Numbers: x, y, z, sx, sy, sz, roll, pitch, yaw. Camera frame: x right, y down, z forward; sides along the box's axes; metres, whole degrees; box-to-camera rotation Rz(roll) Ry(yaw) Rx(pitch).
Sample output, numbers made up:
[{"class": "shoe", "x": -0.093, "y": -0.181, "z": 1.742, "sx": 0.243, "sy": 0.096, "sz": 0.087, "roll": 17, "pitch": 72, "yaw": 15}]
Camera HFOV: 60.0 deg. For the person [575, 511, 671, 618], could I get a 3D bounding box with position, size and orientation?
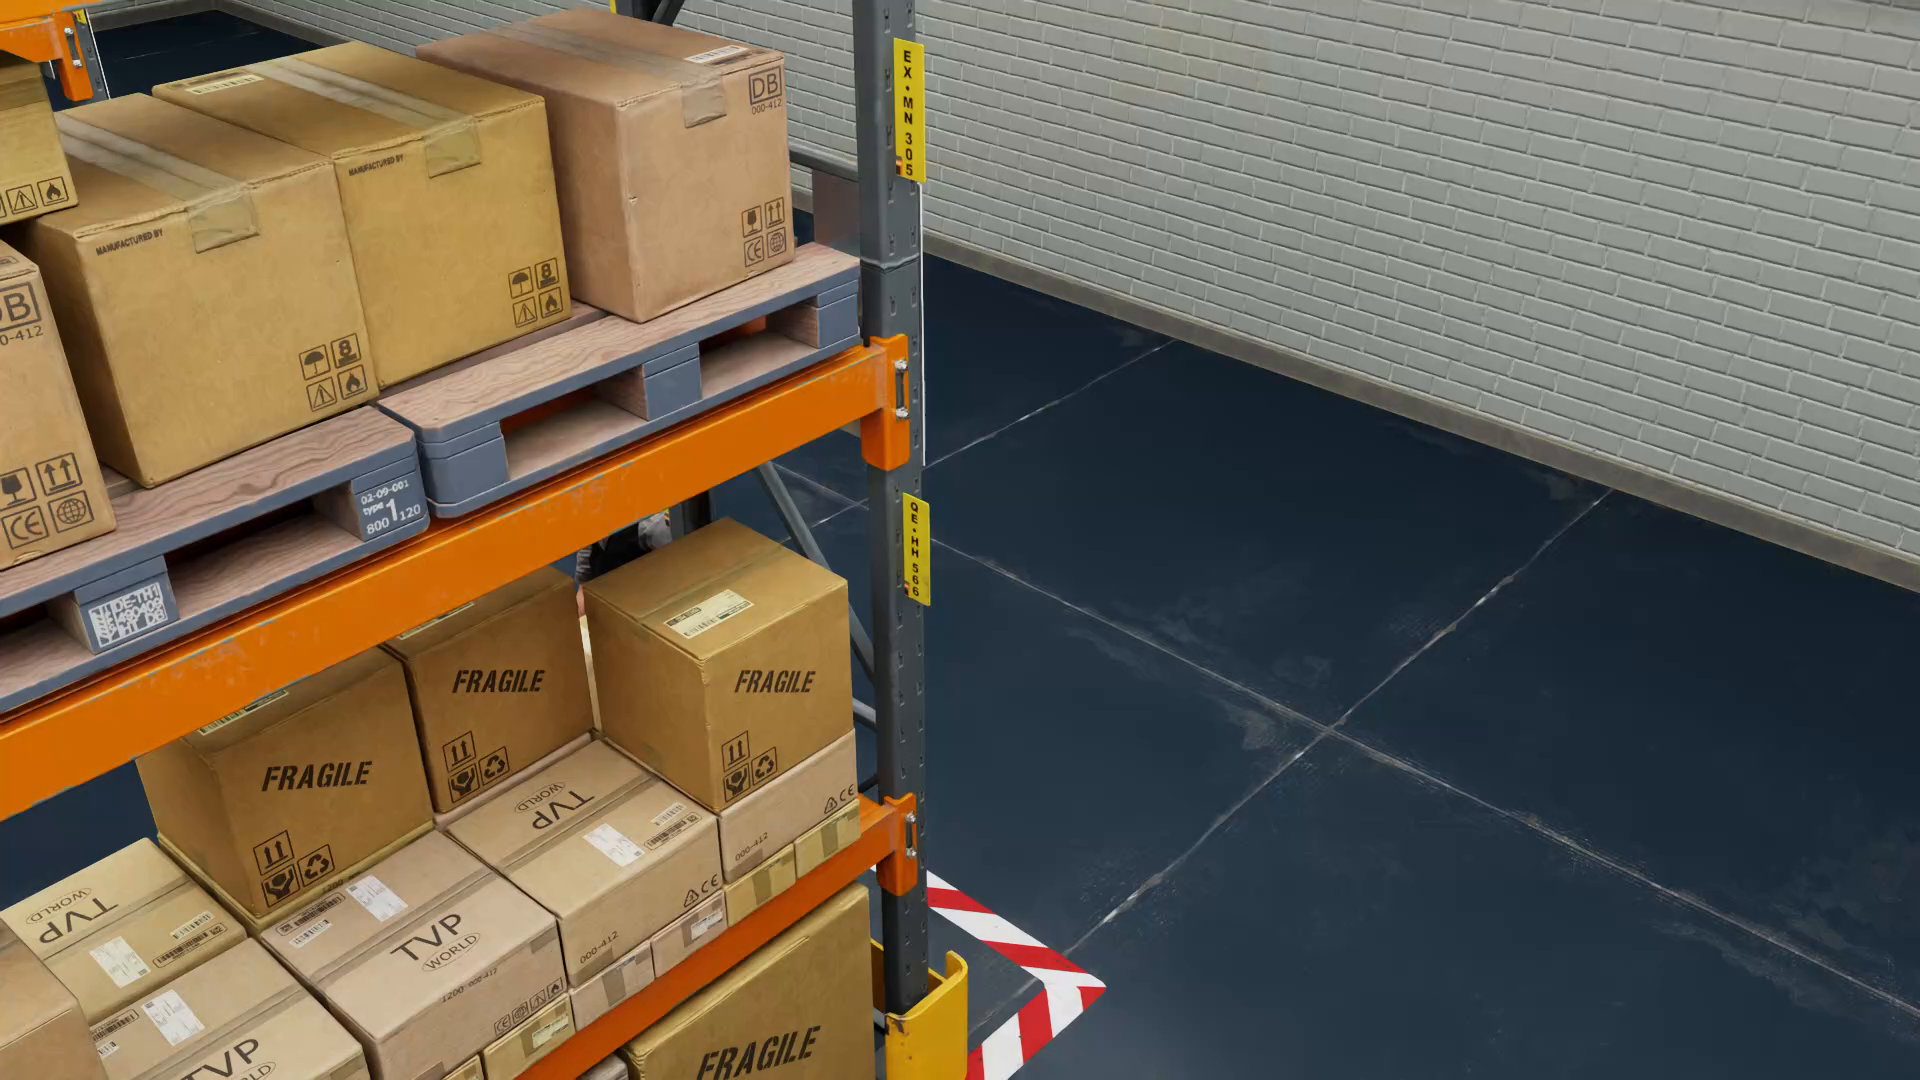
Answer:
[{"class": "person", "x": -1.292, "y": 0.283, "z": 6.686, "sx": 0.592, "sy": 1.722, "sz": 0.412, "roll": 23, "pitch": 38, "yaw": 33}]
